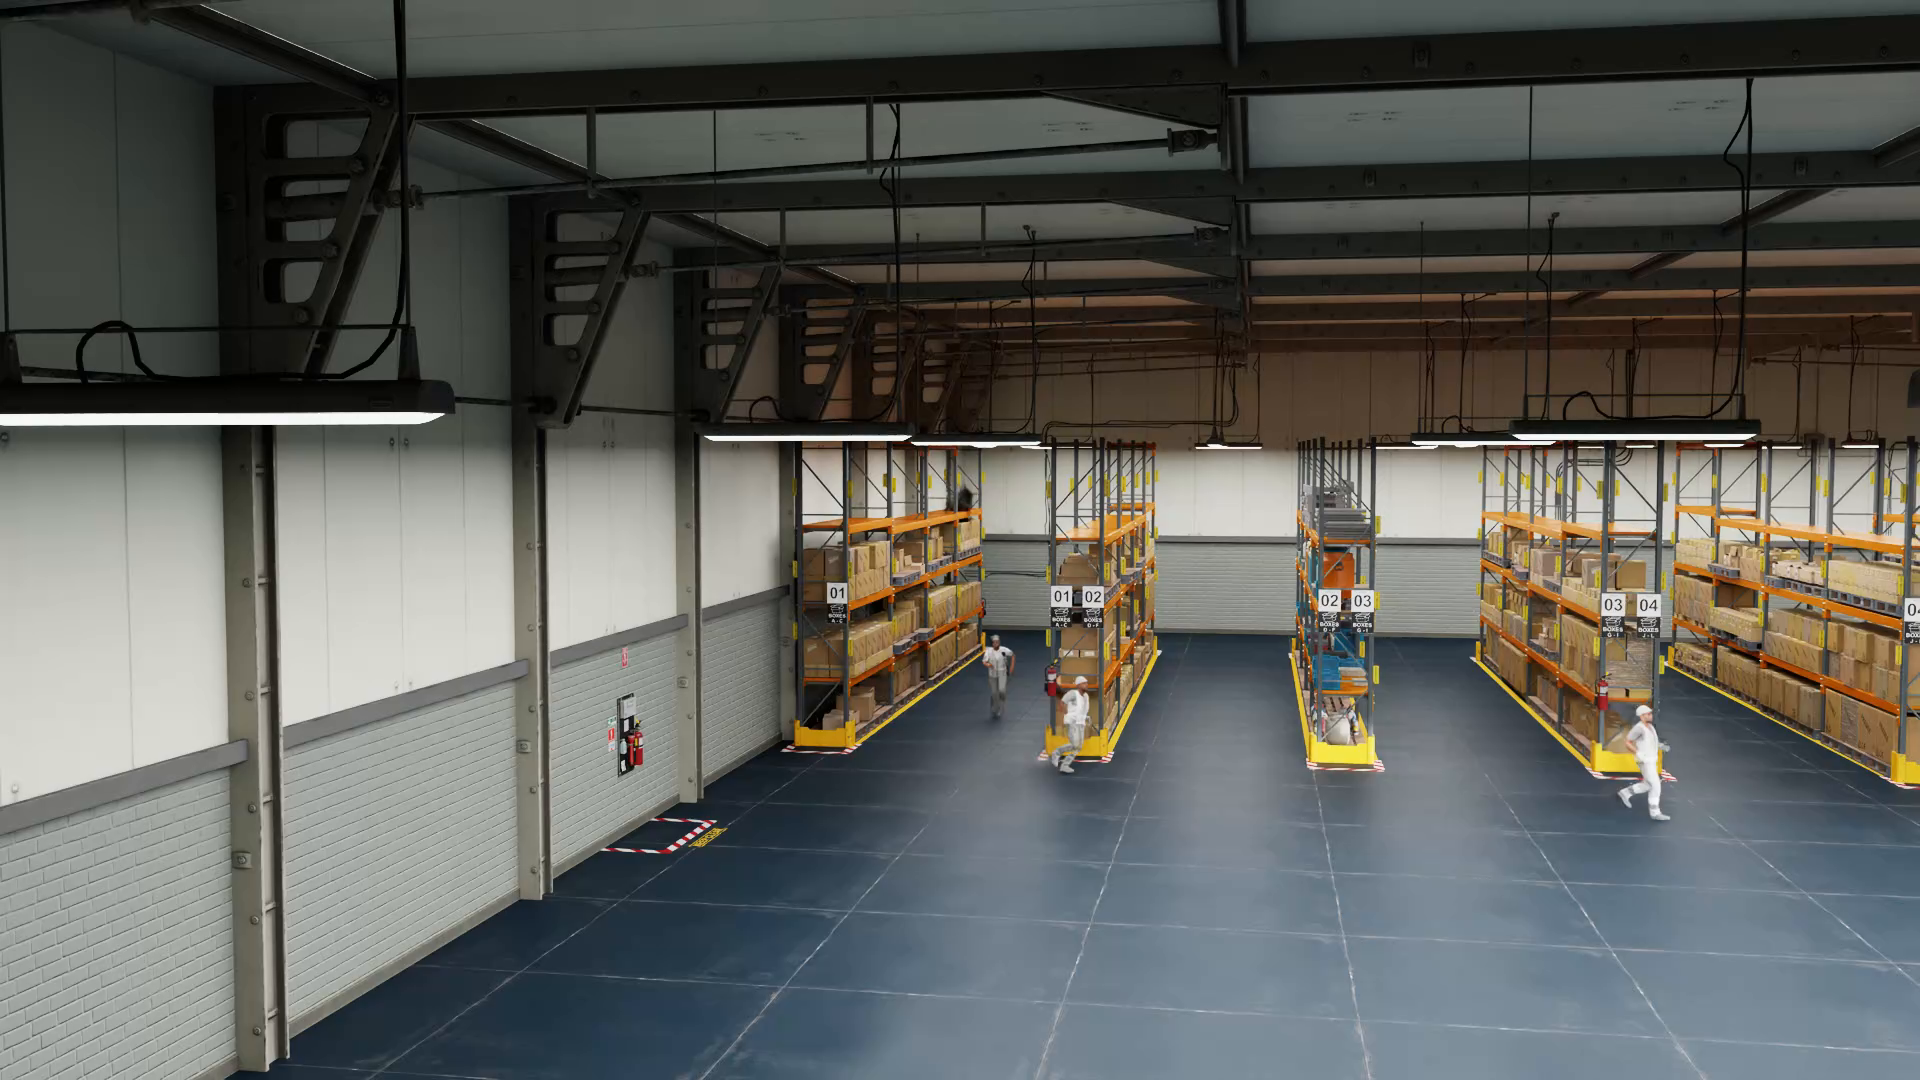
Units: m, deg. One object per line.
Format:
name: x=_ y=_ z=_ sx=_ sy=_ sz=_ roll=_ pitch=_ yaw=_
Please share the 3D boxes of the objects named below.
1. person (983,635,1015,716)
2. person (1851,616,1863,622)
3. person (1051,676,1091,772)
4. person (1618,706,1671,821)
person: x=0.834 y=2.931 z=36.026 sx=0.677 sy=1.769 sz=0.866 roll=0 pitch=3 yaw=6
person: x=24.321 y=2.533 z=45.167 sx=0.533 sy=1.594 sz=0.597 roll=1 pitch=3 yaw=21
person: x=2.053 y=3.293 z=29.896 sx=0.608 sy=1.688 sz=0.737 roll=3 pitch=4 yaw=41
person: x=10.690 y=3.466 z=25.991 sx=0.669 sy=1.760 sz=0.868 roll=-3 pitch=4 yaw=-45
